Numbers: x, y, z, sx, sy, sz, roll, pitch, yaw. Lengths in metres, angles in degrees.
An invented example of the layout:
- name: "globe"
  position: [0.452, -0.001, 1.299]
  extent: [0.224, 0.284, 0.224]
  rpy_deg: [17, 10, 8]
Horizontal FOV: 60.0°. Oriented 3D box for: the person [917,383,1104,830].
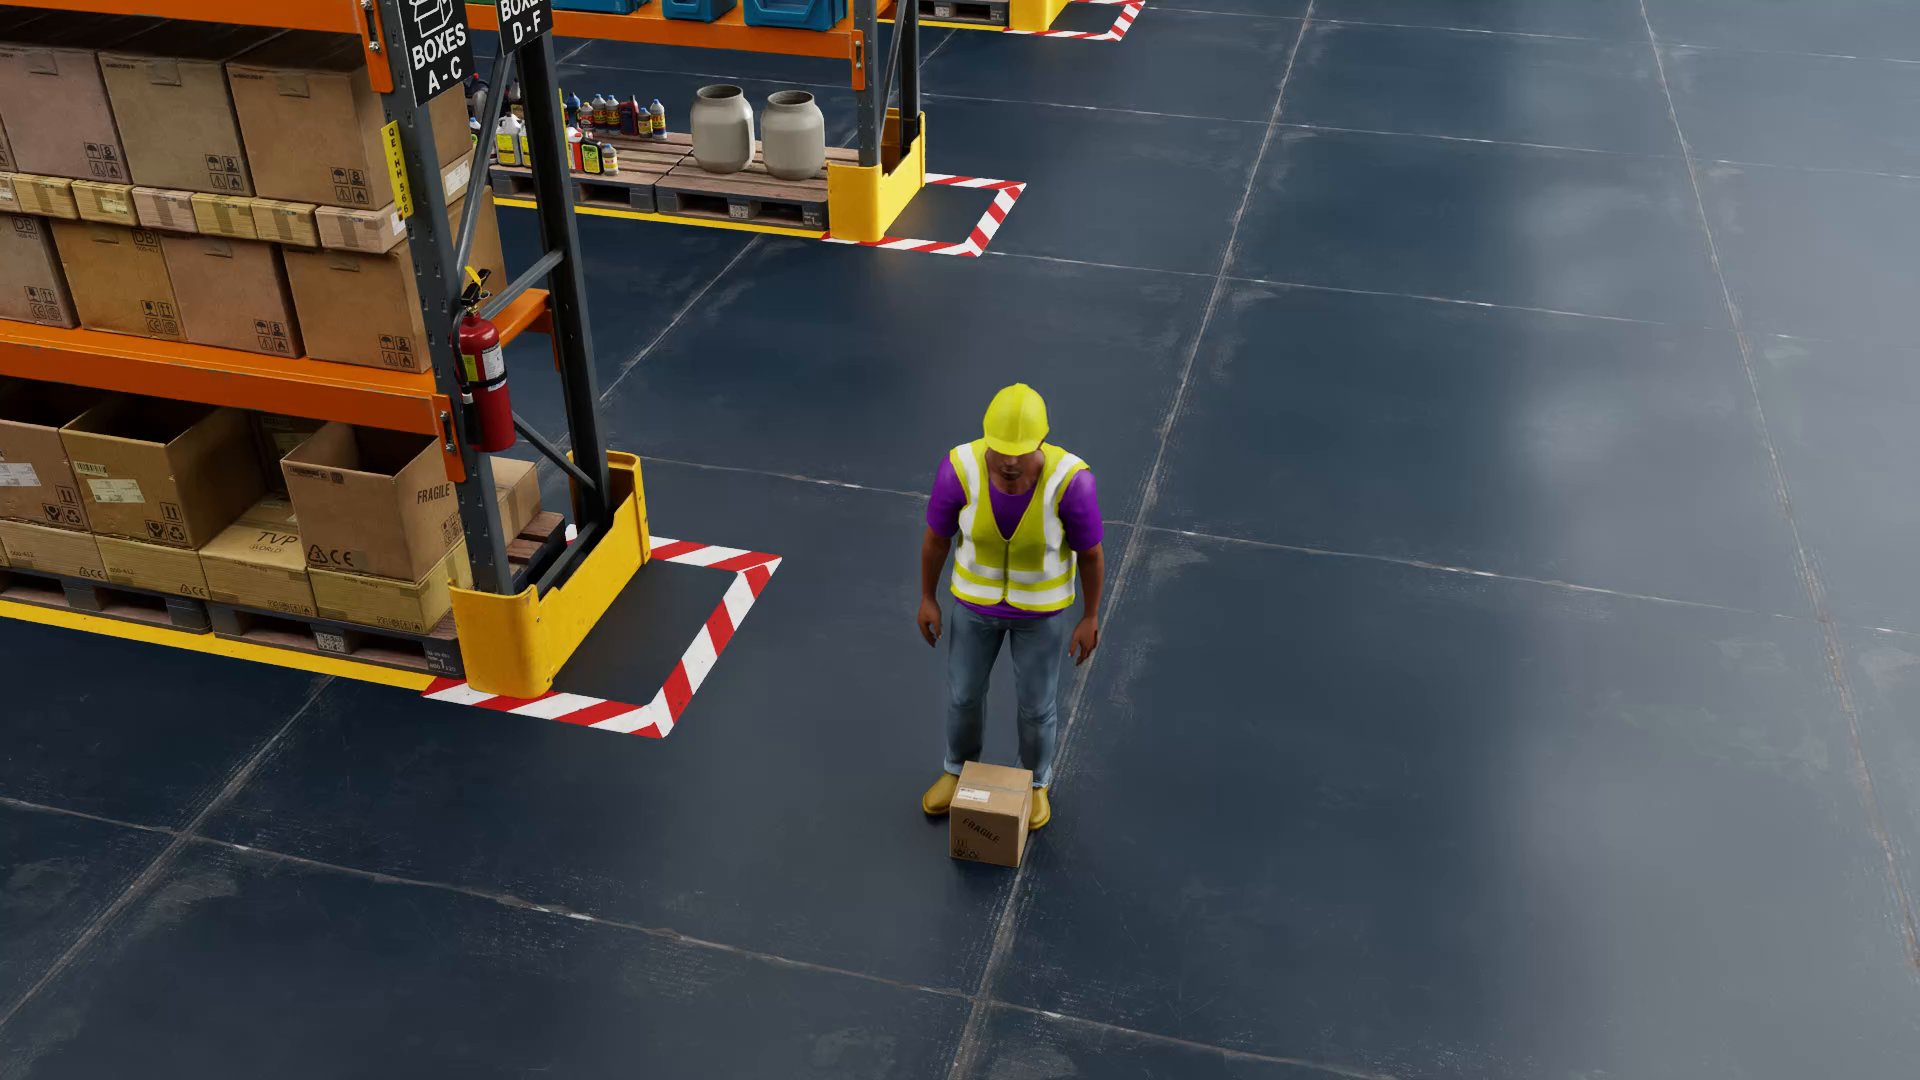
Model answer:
- name: "person"
  position: [0.170, 0.233, 5.757]
  extent: [0.637, 1.761, 0.455]
  rpy_deg: [7, 33, 10]
